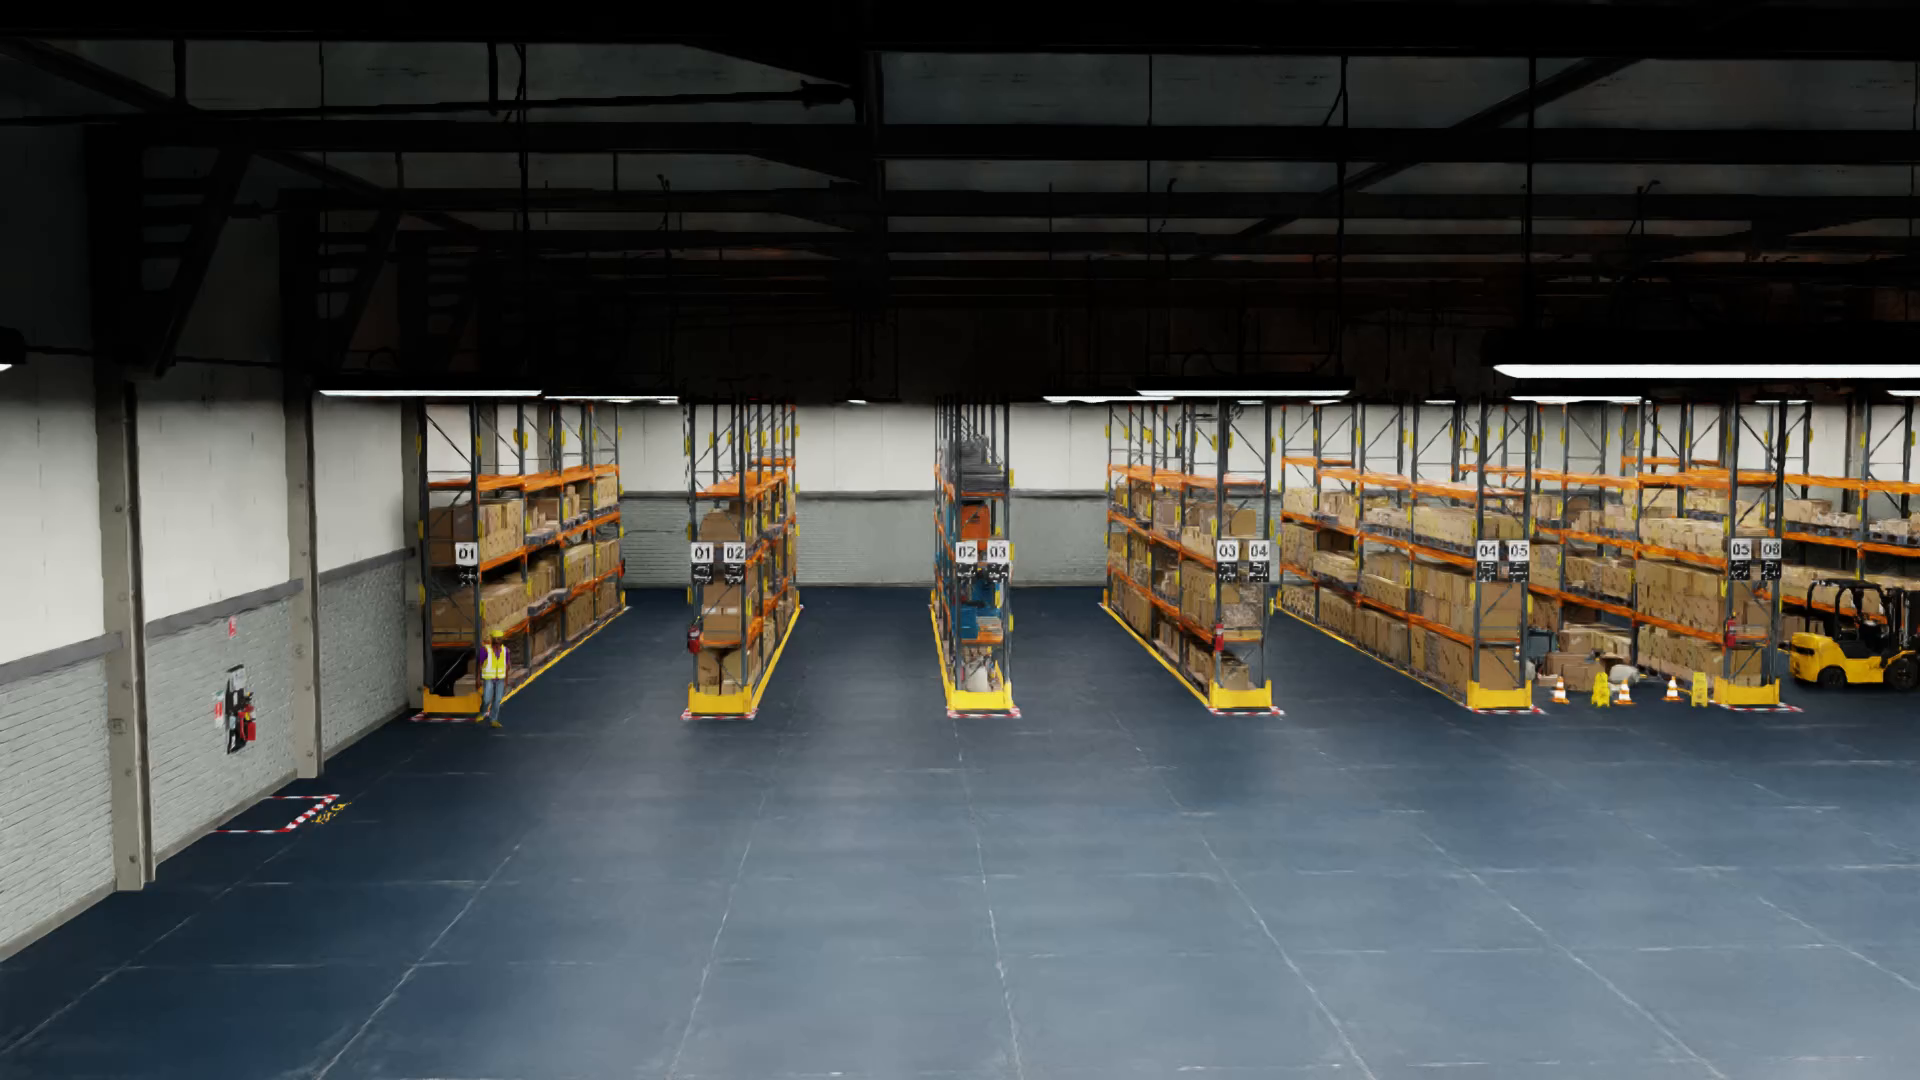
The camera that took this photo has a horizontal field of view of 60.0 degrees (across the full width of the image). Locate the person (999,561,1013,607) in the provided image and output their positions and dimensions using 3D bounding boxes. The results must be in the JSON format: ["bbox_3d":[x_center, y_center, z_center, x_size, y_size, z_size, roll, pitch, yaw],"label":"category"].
[{"bbox_3d":[1.285,1.094,47.766,0.481,1.583,1.093,0,5,-5],"label":"person"}]

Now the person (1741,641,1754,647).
[{"bbox_3d":[16.769,2.042,35.514,0.462,1.662,0.498,3,5,29],"label":"person"}]

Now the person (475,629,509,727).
[{"bbox_3d":[-8.370,2.467,29.760,0.615,1.759,0.571,-4,6,-39],"label":"person"}]

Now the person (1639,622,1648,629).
[{"bbox_3d":[17.695,1.468,42.516,0.580,1.666,0.575,2,5,21],"label":"person"}]
